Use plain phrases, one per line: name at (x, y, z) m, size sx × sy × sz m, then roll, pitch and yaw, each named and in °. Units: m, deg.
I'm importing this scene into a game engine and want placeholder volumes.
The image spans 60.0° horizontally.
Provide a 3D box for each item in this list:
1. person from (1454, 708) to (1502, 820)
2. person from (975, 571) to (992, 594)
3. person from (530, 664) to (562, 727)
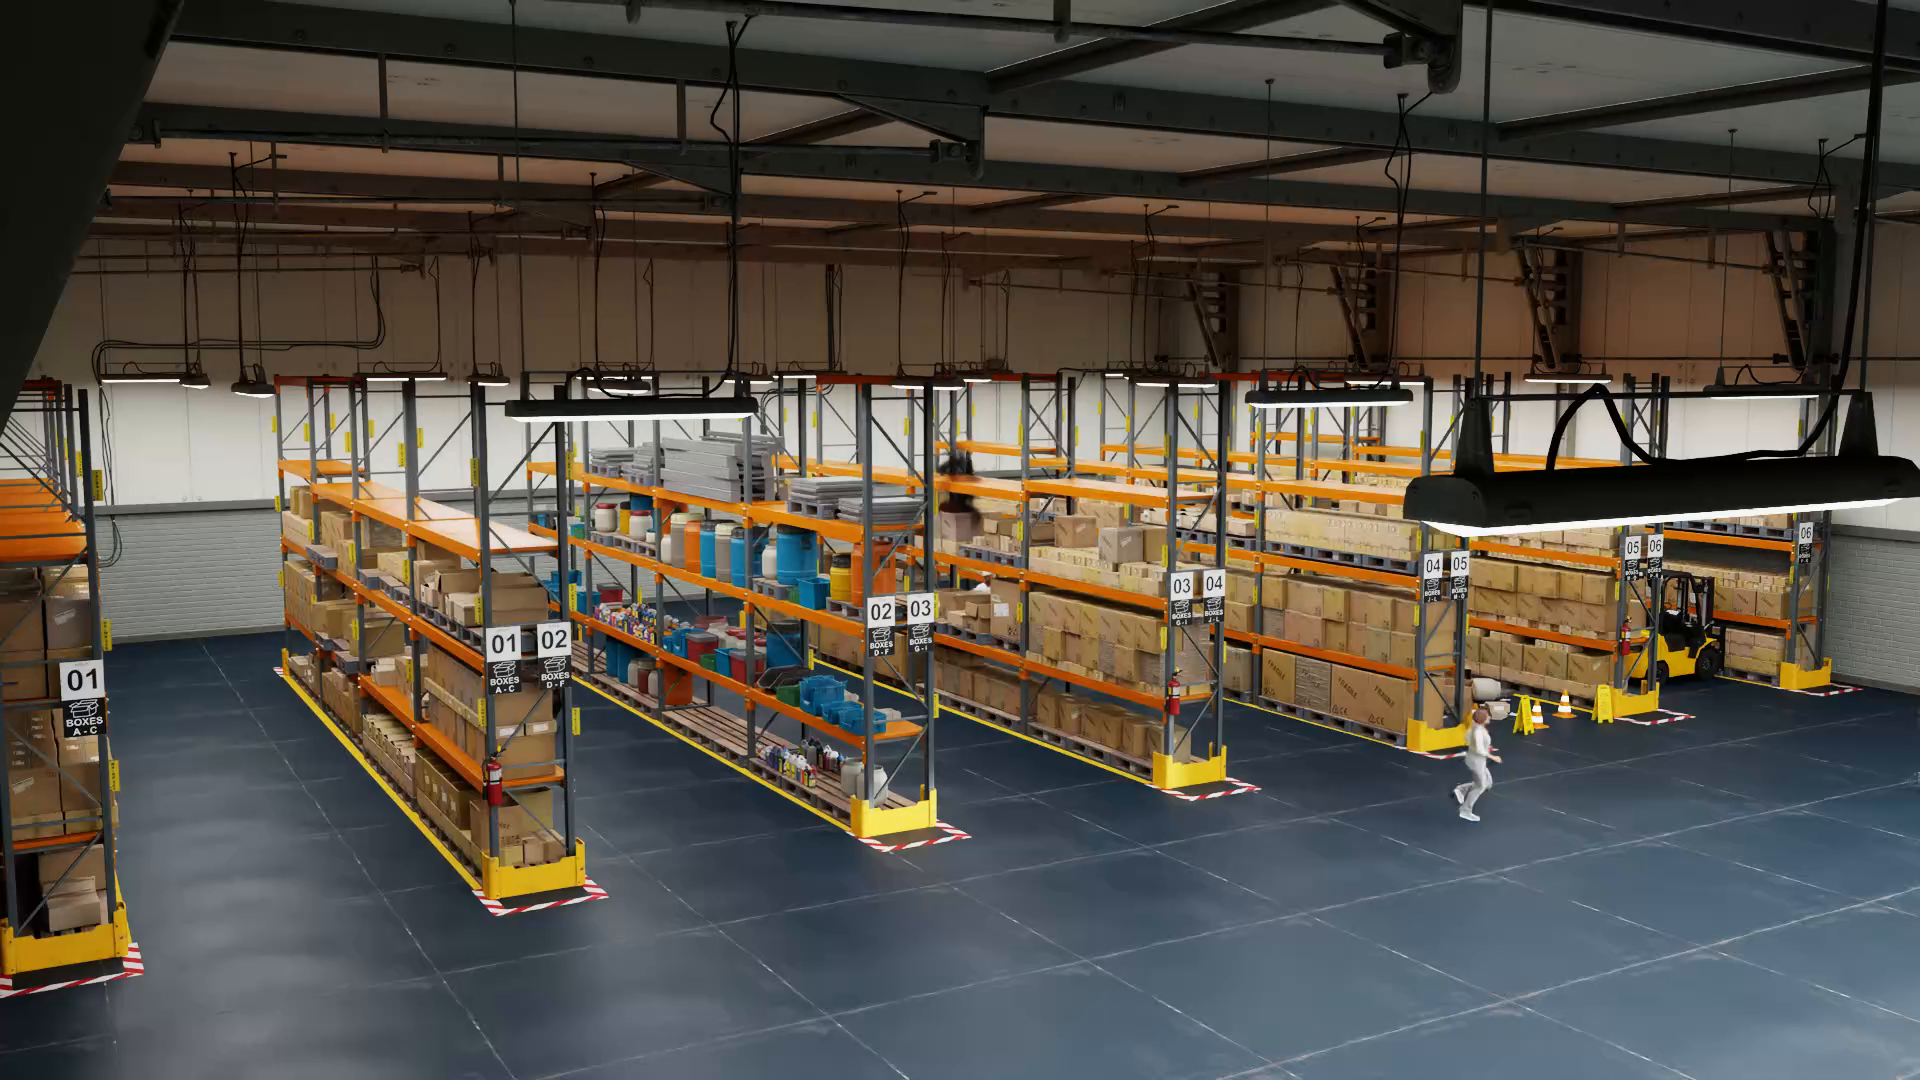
person at (7.119, 3.073, 22.851) m, size 0.609 × 1.563 × 0.558 m, roll 2°, pitch 6°, yaw 13°
person at (0.665, 1.514, 36.194) m, size 0.711 × 1.721 × 0.549 m, roll -3°, pitch 7°, yaw -27°
person at (-6.932, 2.363, 28.299) m, size 0.698 × 1.733 × 0.634 m, roll -5°, pitch 8°, yaw -41°
